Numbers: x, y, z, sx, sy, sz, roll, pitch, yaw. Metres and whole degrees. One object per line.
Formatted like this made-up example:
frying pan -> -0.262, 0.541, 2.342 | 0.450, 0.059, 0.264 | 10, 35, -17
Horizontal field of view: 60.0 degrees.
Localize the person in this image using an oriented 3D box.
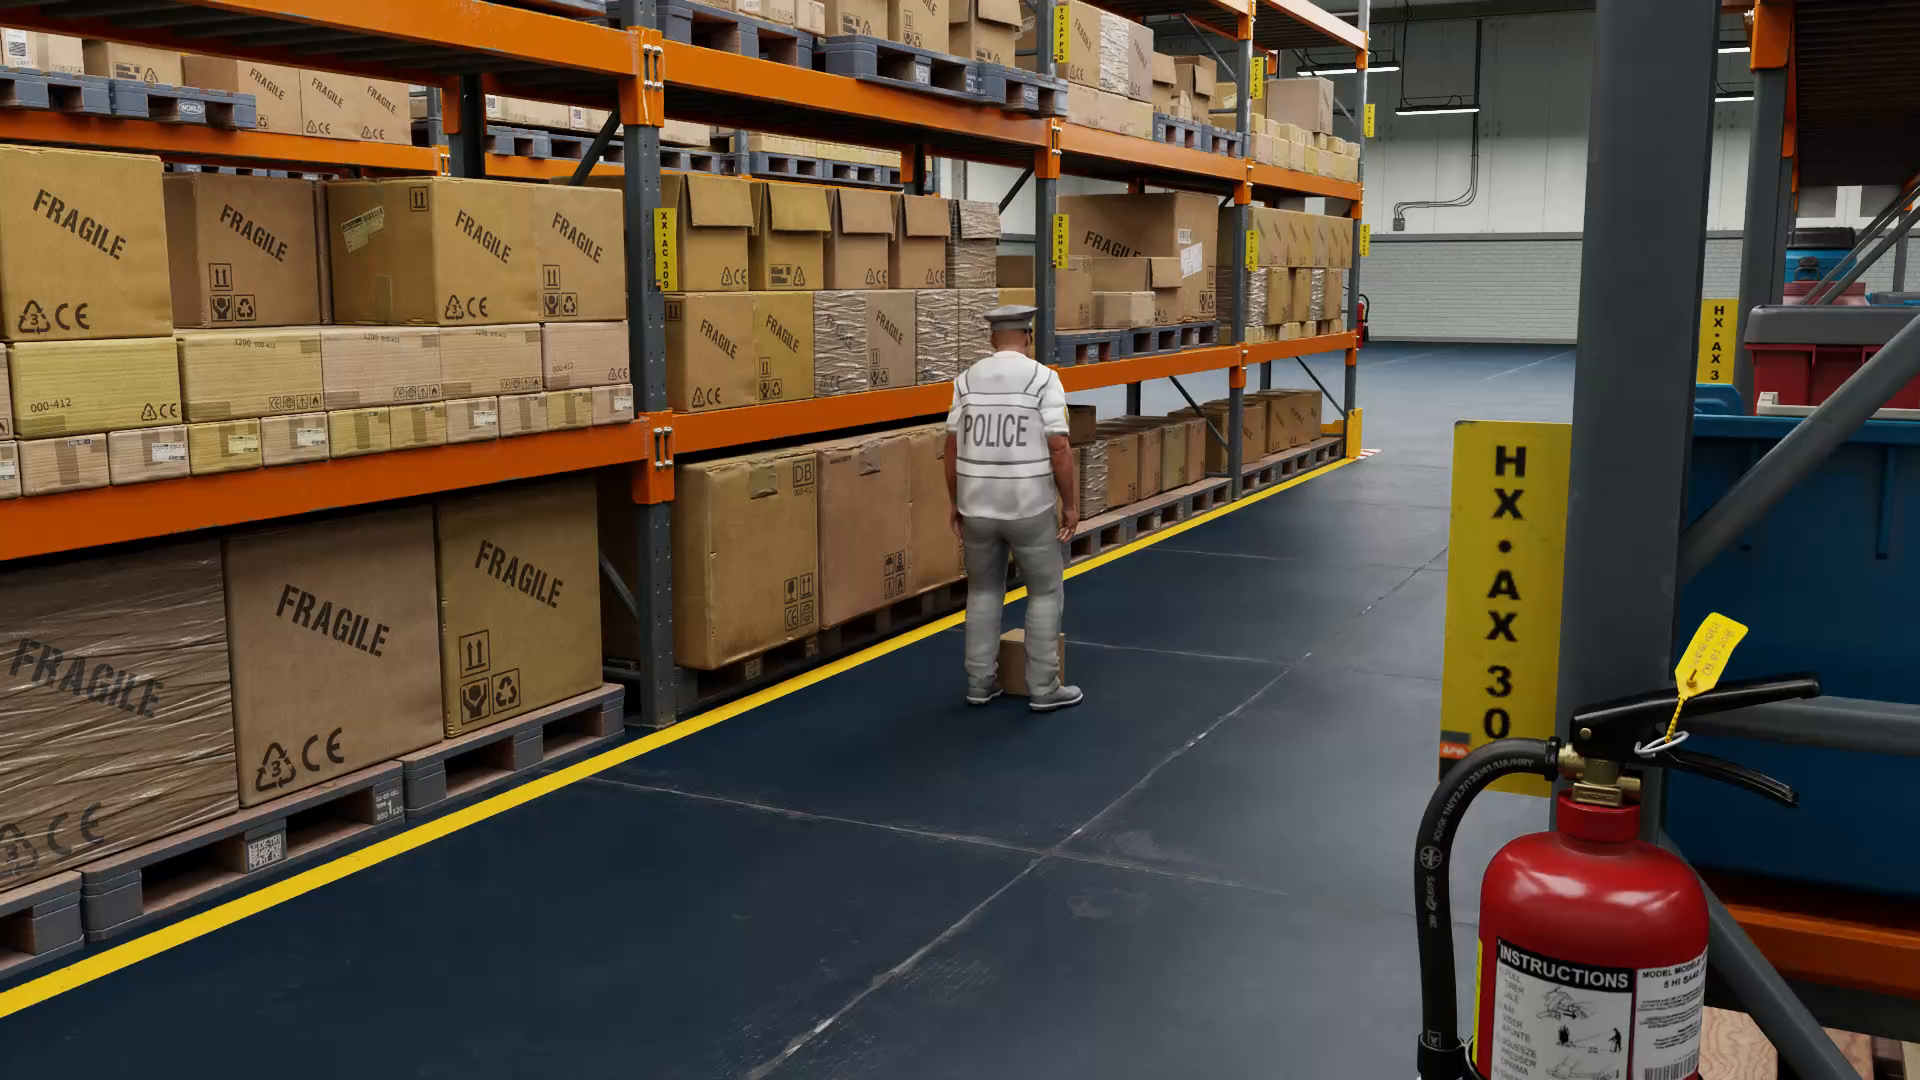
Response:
person -> 0.215, -0.139, 7.223 | 0.589, 1.746, 0.438 | 4, 10, 22
